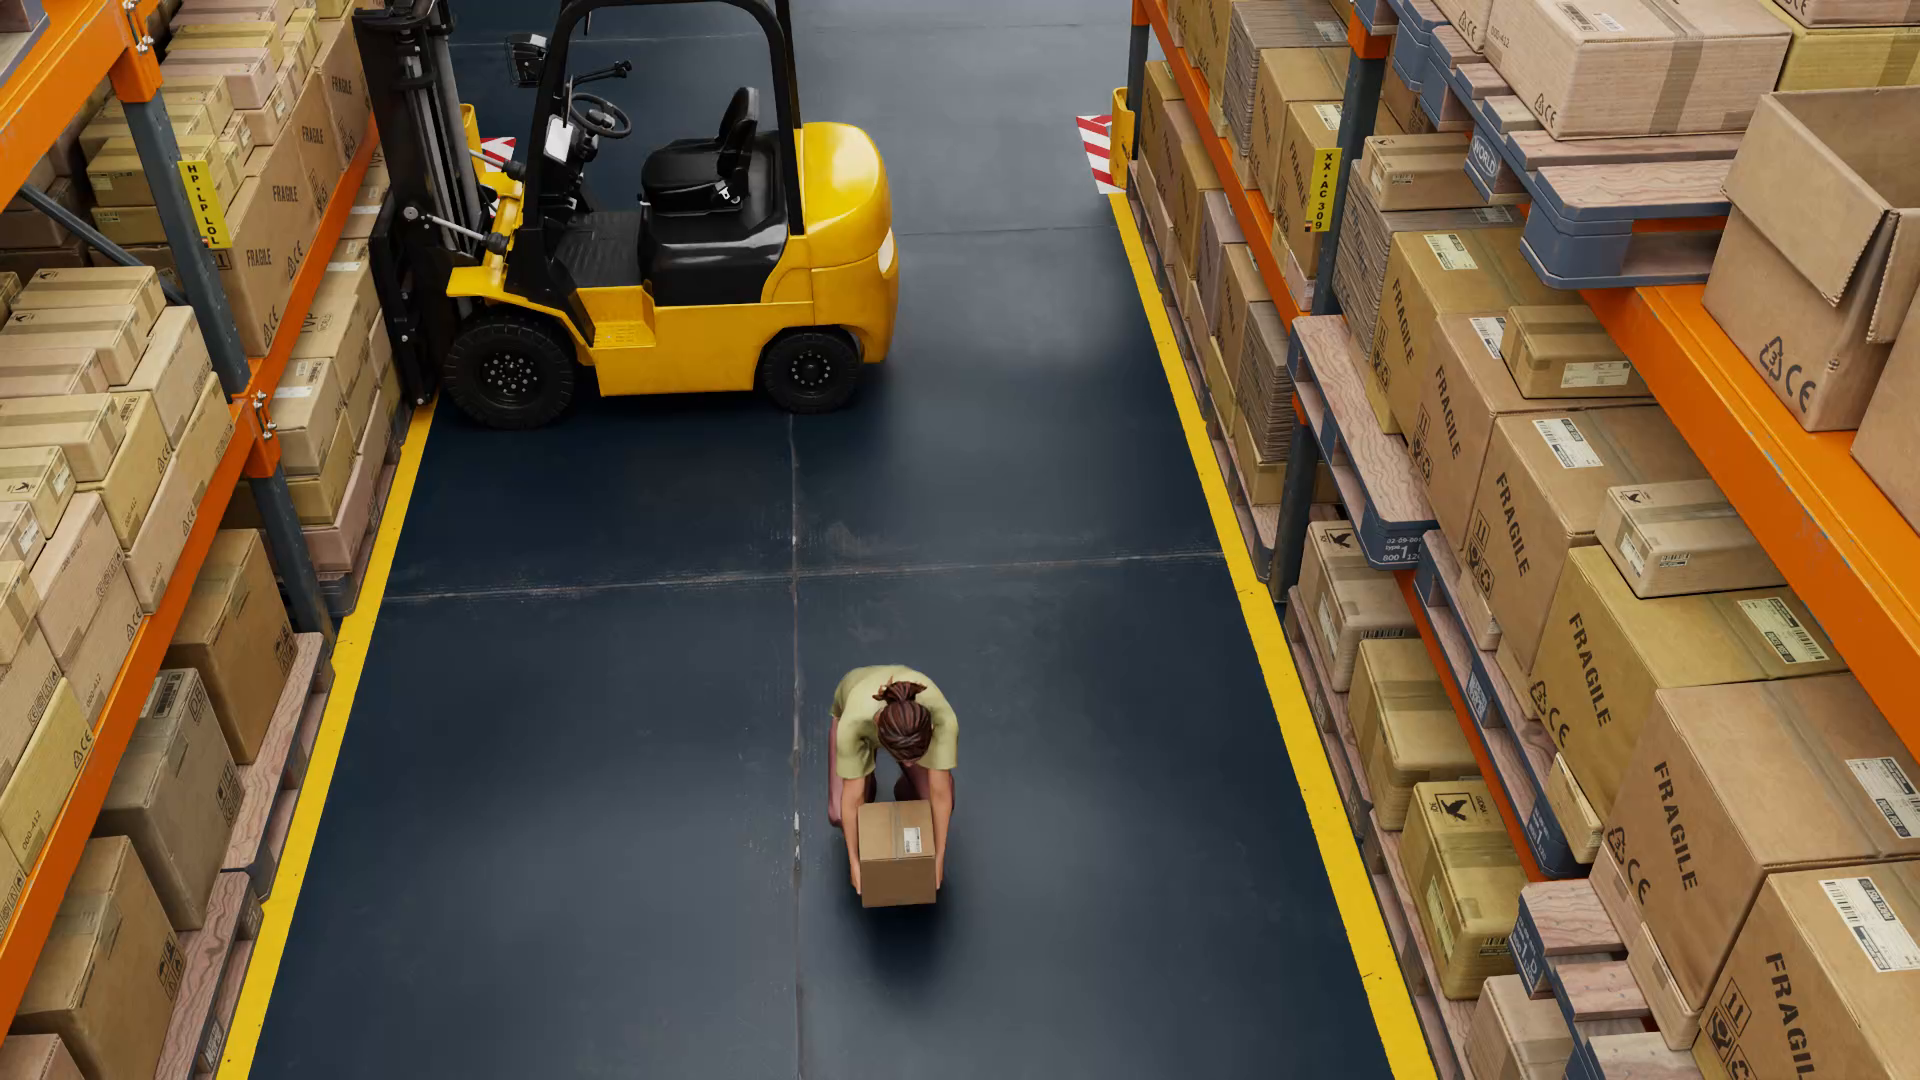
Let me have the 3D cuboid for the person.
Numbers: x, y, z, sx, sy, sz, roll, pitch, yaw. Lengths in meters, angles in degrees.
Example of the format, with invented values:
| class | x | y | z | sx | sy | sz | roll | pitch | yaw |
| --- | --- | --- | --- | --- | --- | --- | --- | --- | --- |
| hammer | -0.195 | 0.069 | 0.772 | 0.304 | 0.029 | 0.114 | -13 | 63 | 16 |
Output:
| class | x | y | z | sx | sy | sz | roll | pitch | yaw |
| --- | --- | --- | --- | --- | --- | --- | --- | --- | --- |
| person | -0.242 | 0.757 | 5.819 | 0.465 | 0.939 | 0.817 | -4 | 39 | -5 |
